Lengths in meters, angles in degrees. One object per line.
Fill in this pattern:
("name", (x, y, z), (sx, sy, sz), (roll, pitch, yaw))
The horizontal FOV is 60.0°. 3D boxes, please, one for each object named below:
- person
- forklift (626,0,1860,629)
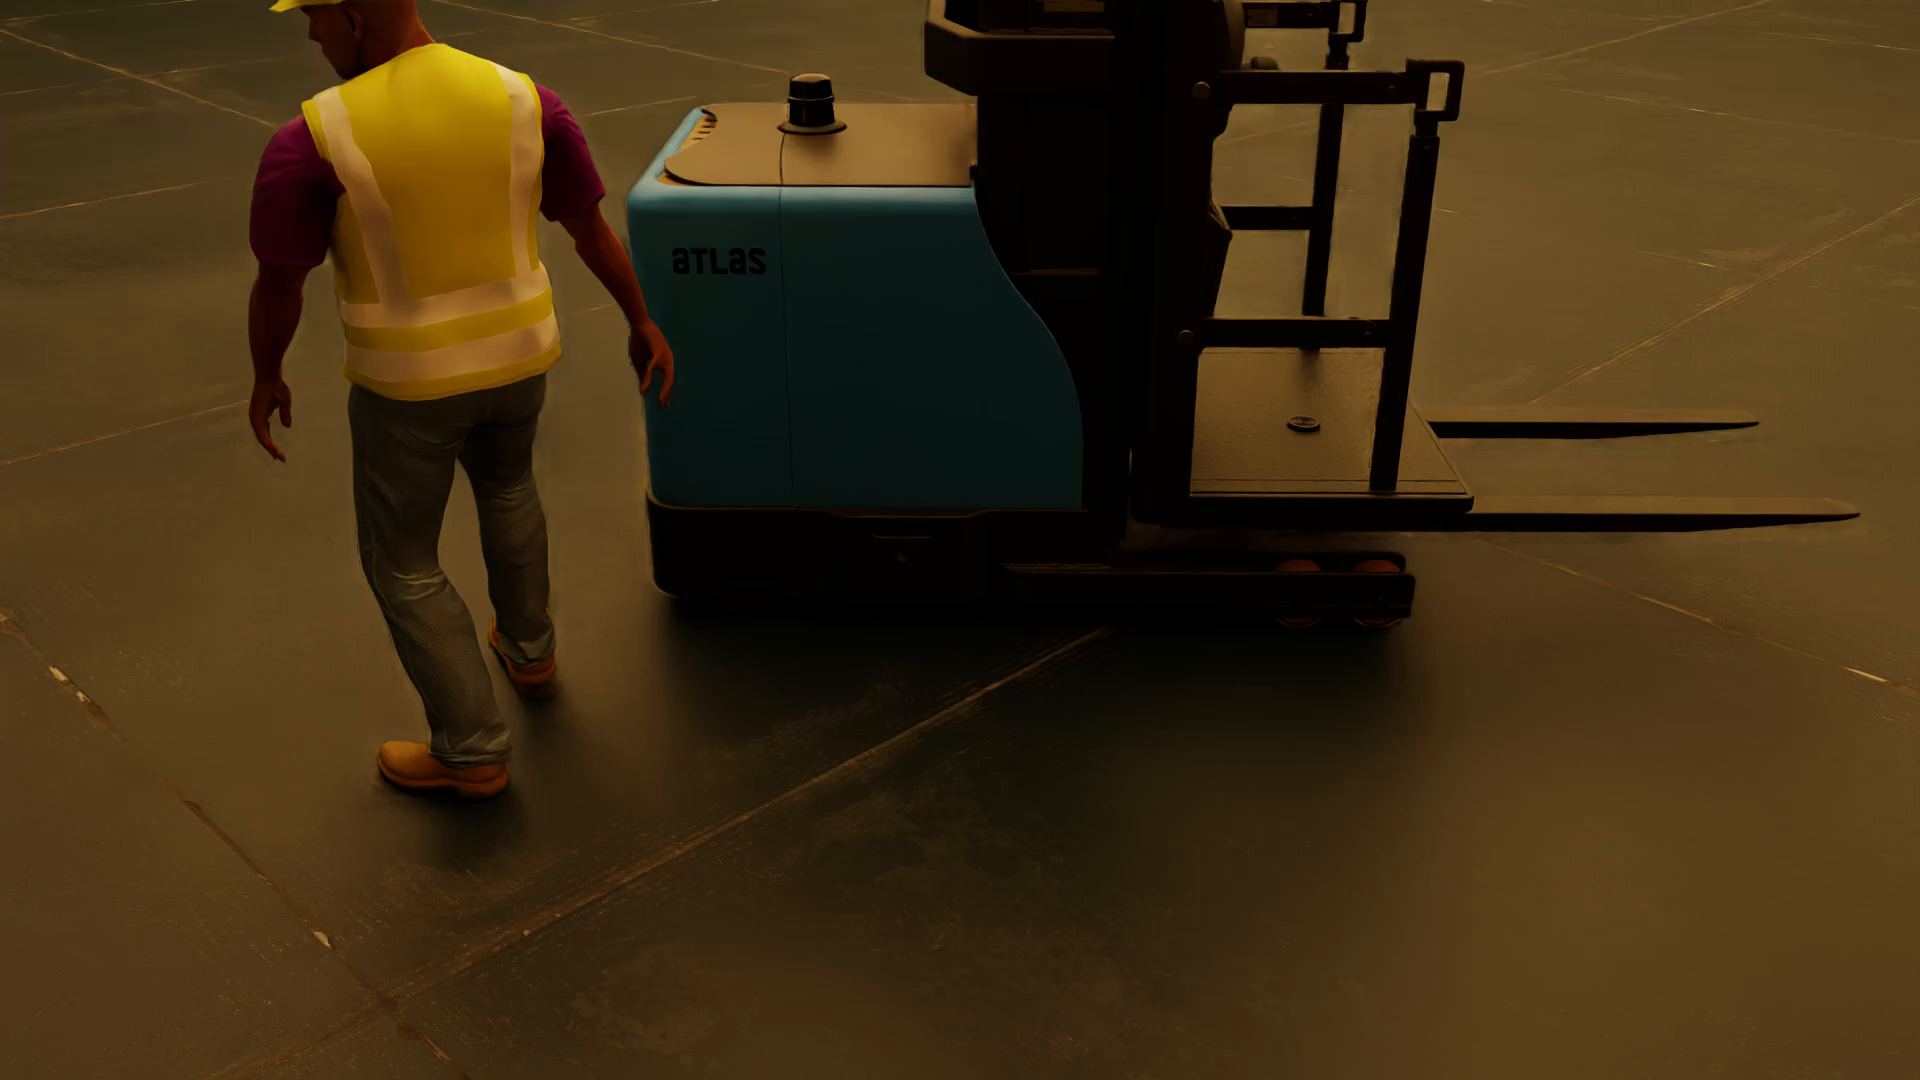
("person", (-1.026, -0.389, 3.408), (0.803, 1.712, 0.656), (-21, 33, -36))
("forklift", (0.750, -1.335, 3.935), (3.031, 2.935, 1.130), (0, 26, 1))
